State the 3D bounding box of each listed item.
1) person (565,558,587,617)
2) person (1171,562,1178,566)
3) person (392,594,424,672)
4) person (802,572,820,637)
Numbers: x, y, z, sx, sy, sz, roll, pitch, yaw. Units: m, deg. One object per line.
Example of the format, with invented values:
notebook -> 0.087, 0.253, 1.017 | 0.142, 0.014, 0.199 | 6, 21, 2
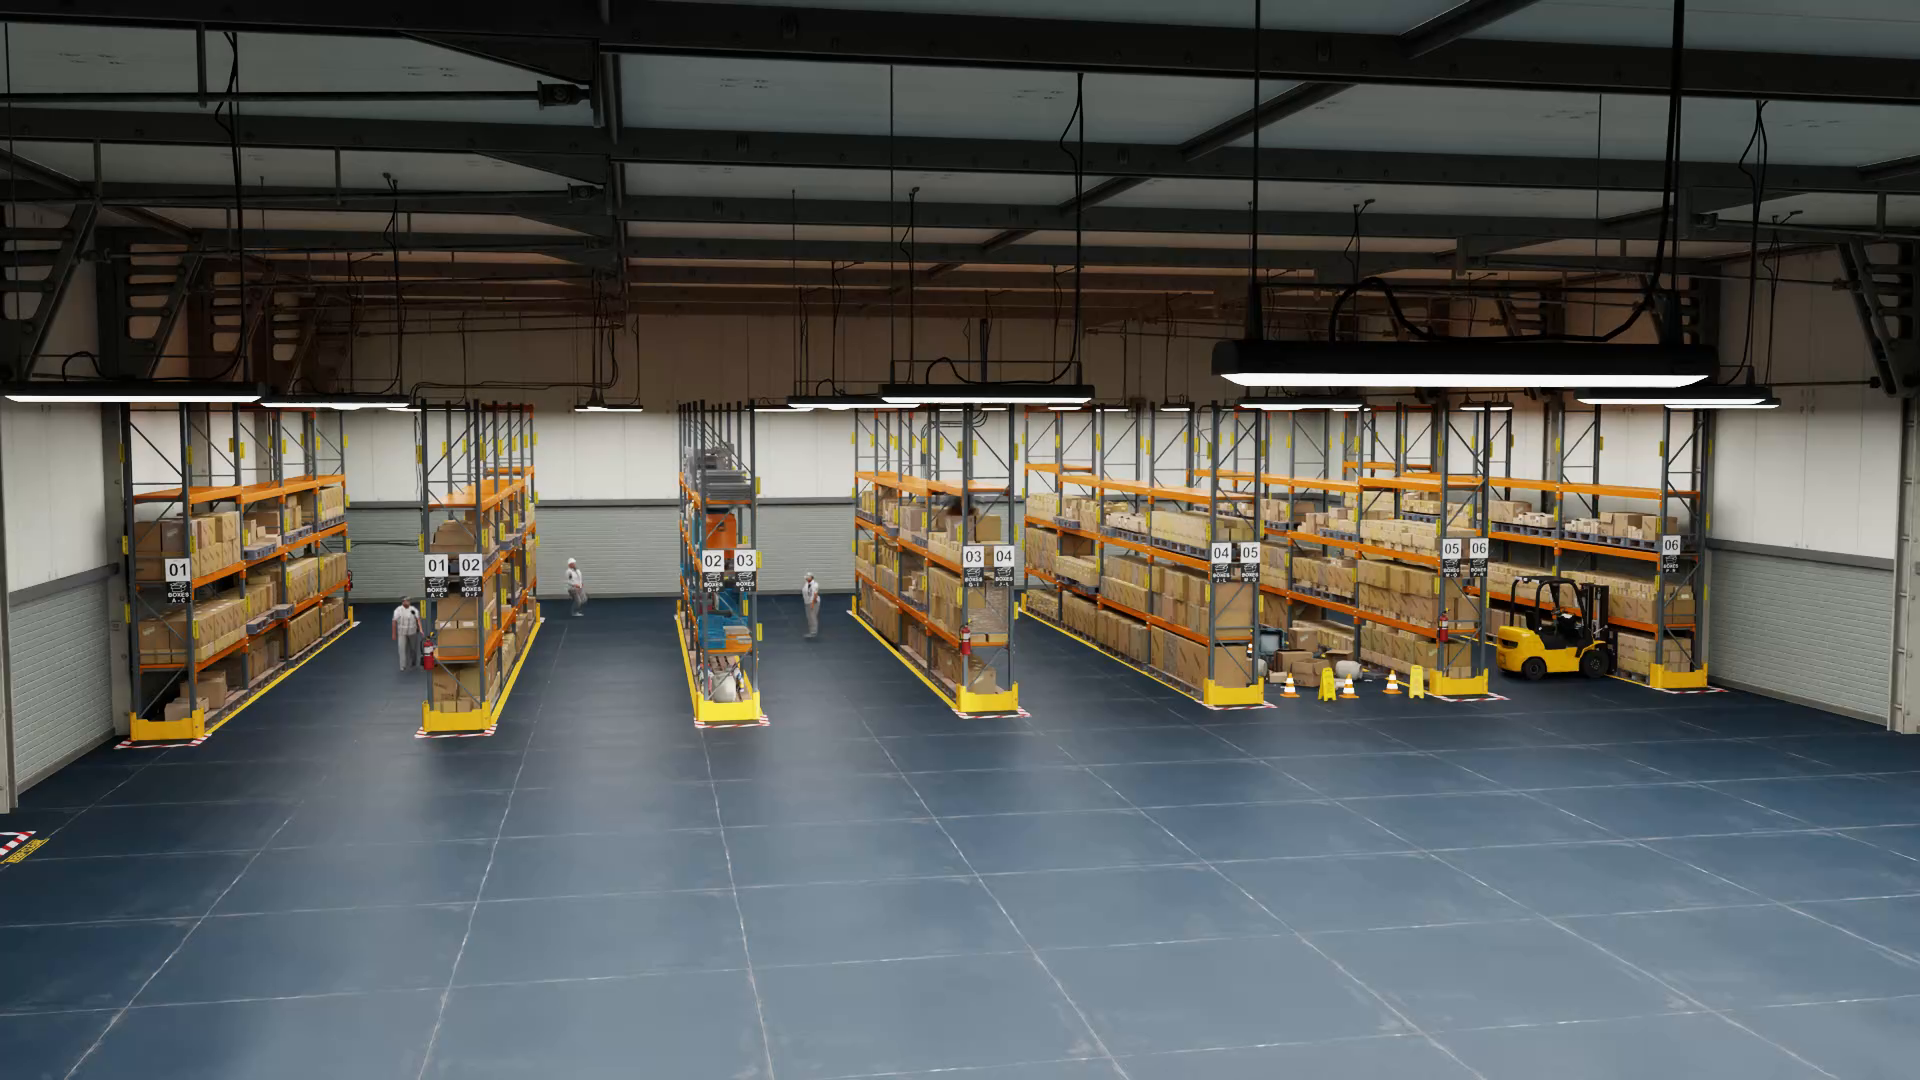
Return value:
person -> -10.811, 1.348, 46.890 | 0.541, 1.698, 0.771 | 2, 5, 22
person -> 6.002, 1.409, 46.596 | 0.338, 1.601, 0.480 | -2, 5, -25
person -> -12.279, 2.056, 36.997 | 0.693, 1.718, 1.060 | -1, 4, -13
person -> -3.842, 1.656, 42.814 | 0.425, 1.674, 0.497 | -3, 5, -38
